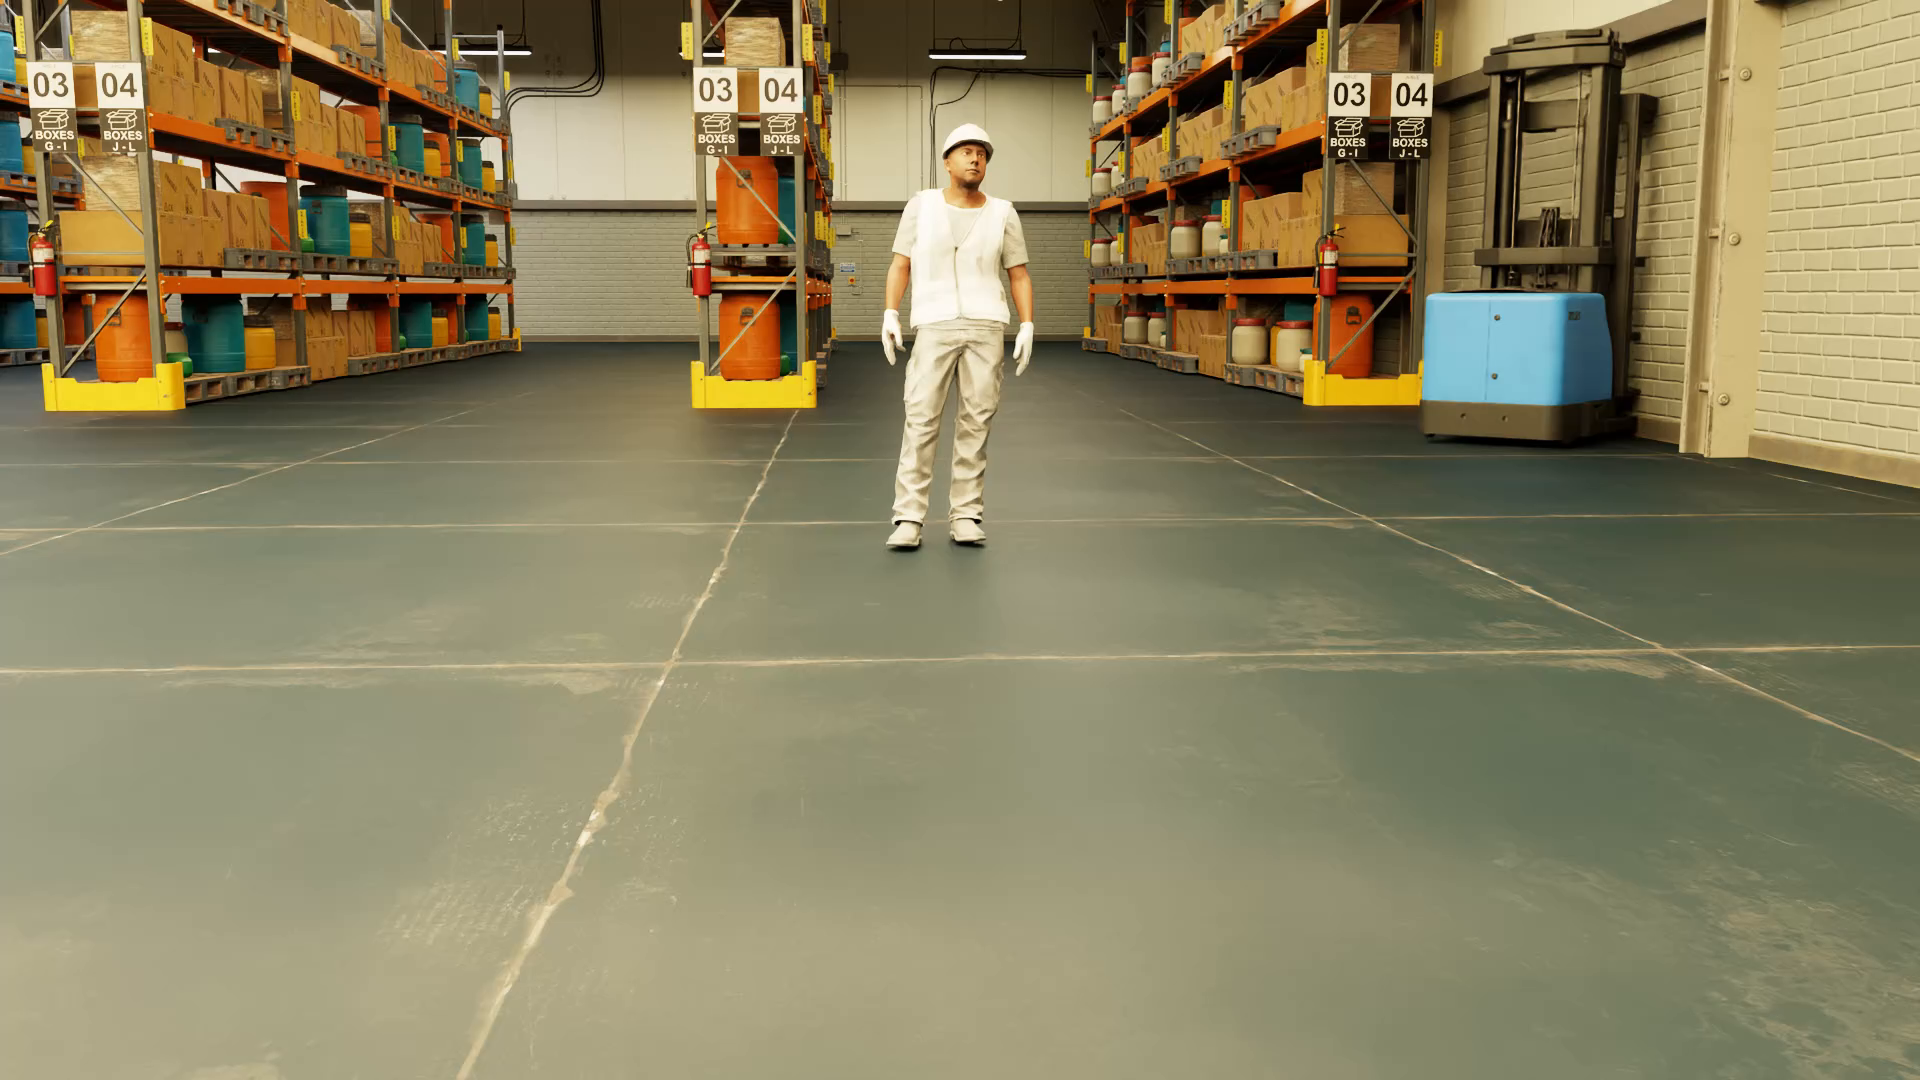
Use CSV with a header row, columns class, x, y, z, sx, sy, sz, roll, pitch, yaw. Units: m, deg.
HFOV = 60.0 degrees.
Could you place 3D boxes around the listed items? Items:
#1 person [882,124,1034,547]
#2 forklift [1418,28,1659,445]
class,x,y,z,sx,sy,sz,roll,pitch,yaw
person,-0.005,-0.879,7.107,0.656,1.782,0.577,-1,8,-4
forklift,4.658,-2.274,12.645,1.130,2.935,3.031,7,11,40
